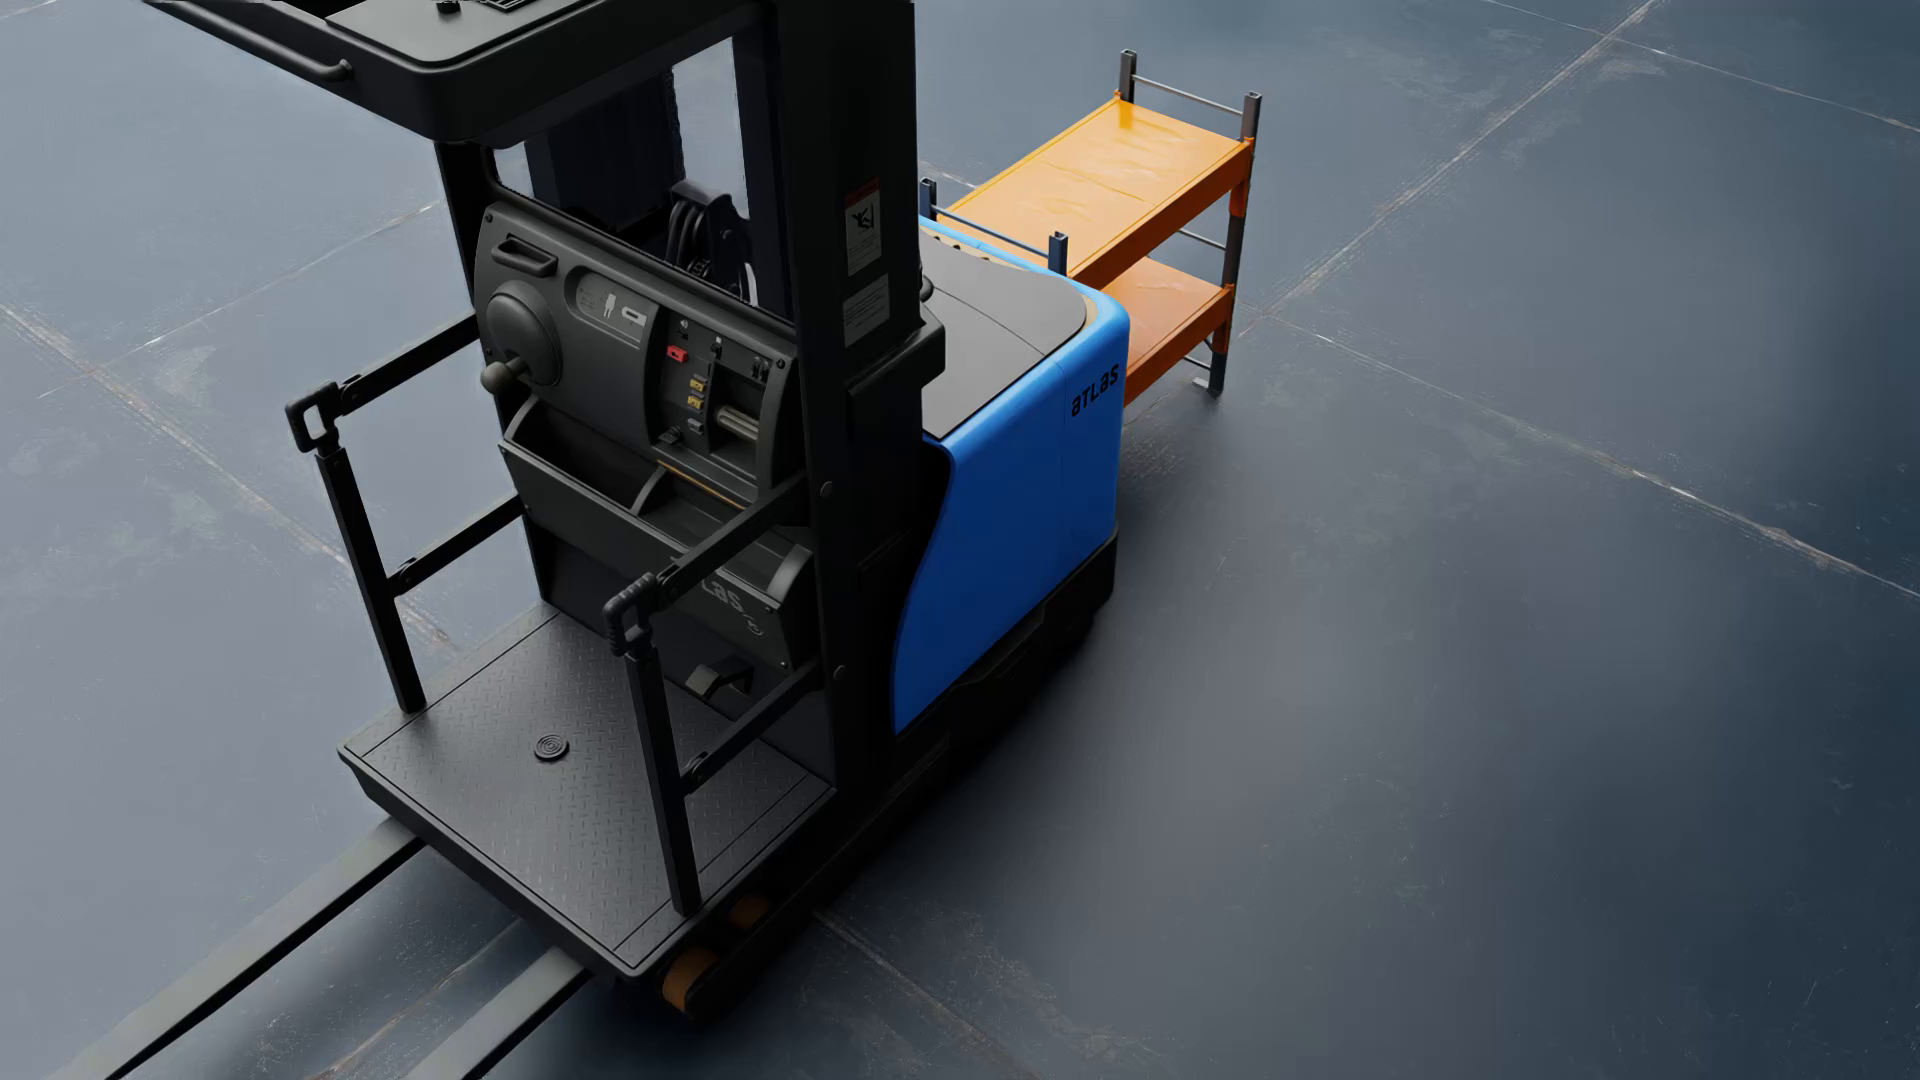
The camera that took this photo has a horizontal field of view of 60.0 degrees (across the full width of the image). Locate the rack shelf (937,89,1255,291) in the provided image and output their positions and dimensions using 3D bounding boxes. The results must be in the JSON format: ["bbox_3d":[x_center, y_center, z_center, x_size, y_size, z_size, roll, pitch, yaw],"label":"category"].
[{"bbox_3d":[0.401,-0.986,5.063,0.538,0.278,1.000,28,49,27],"label":"rack shelf"}]

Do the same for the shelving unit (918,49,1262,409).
[{"bbox_3d":[0.401,-0.770,5.260,0.538,1.125,1.048,28,49,27],"label":"shelving unit"}]

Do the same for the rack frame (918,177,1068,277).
[{"bbox_3d":[0.086,-0.501,4.965,0.500,1.125,0.032,28,49,27],"label":"rack frame"}]

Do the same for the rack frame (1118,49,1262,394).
[{"bbox_3d":[0.716,-1.038,5.555,0.500,1.125,0.032,28,49,27],"label":"rack frame"}]

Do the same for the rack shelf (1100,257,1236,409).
[{"bbox_3d":[0.401,-0.589,5.425,0.538,0.278,1.000,28,49,27],"label":"rack shelf"}]

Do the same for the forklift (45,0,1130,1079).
[{"bbox_3d":[-0.846,-0.329,3.433,1.130,2.935,3.031,28,49,27],"label":"forklift"}]
